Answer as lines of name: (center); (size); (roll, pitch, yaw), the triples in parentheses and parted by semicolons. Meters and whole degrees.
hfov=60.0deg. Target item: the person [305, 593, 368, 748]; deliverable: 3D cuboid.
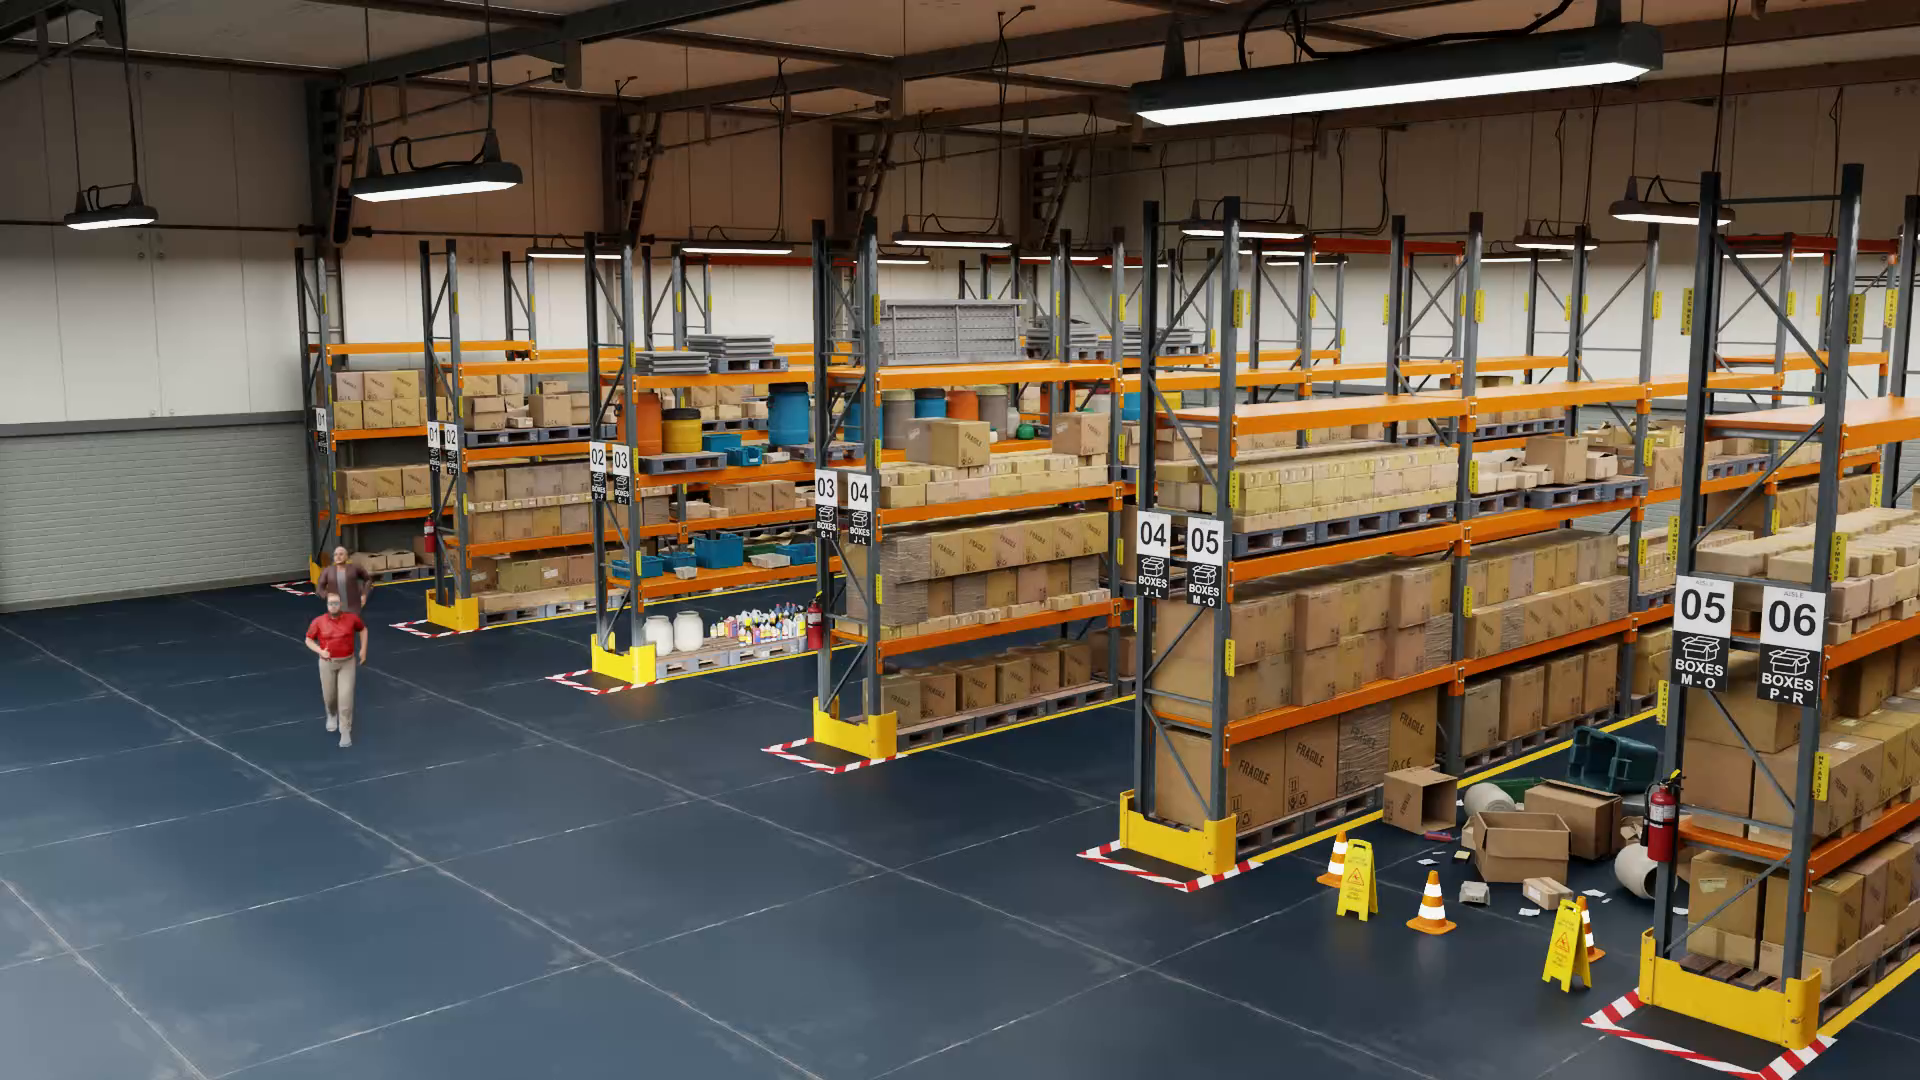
person: (-7.270, 1.480, 19.444); (0.685, 1.752, 0.867); (-3, 9, -19)

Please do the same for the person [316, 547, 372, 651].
person: (-8.425, 0.967, 22.787); (0.715, 1.783, 0.989); (-2, 9, -13)

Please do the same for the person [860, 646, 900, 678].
person: (-1.059, 1.305, 21.442); (0.657, 1.472, 0.612); (5, 10, 32)
